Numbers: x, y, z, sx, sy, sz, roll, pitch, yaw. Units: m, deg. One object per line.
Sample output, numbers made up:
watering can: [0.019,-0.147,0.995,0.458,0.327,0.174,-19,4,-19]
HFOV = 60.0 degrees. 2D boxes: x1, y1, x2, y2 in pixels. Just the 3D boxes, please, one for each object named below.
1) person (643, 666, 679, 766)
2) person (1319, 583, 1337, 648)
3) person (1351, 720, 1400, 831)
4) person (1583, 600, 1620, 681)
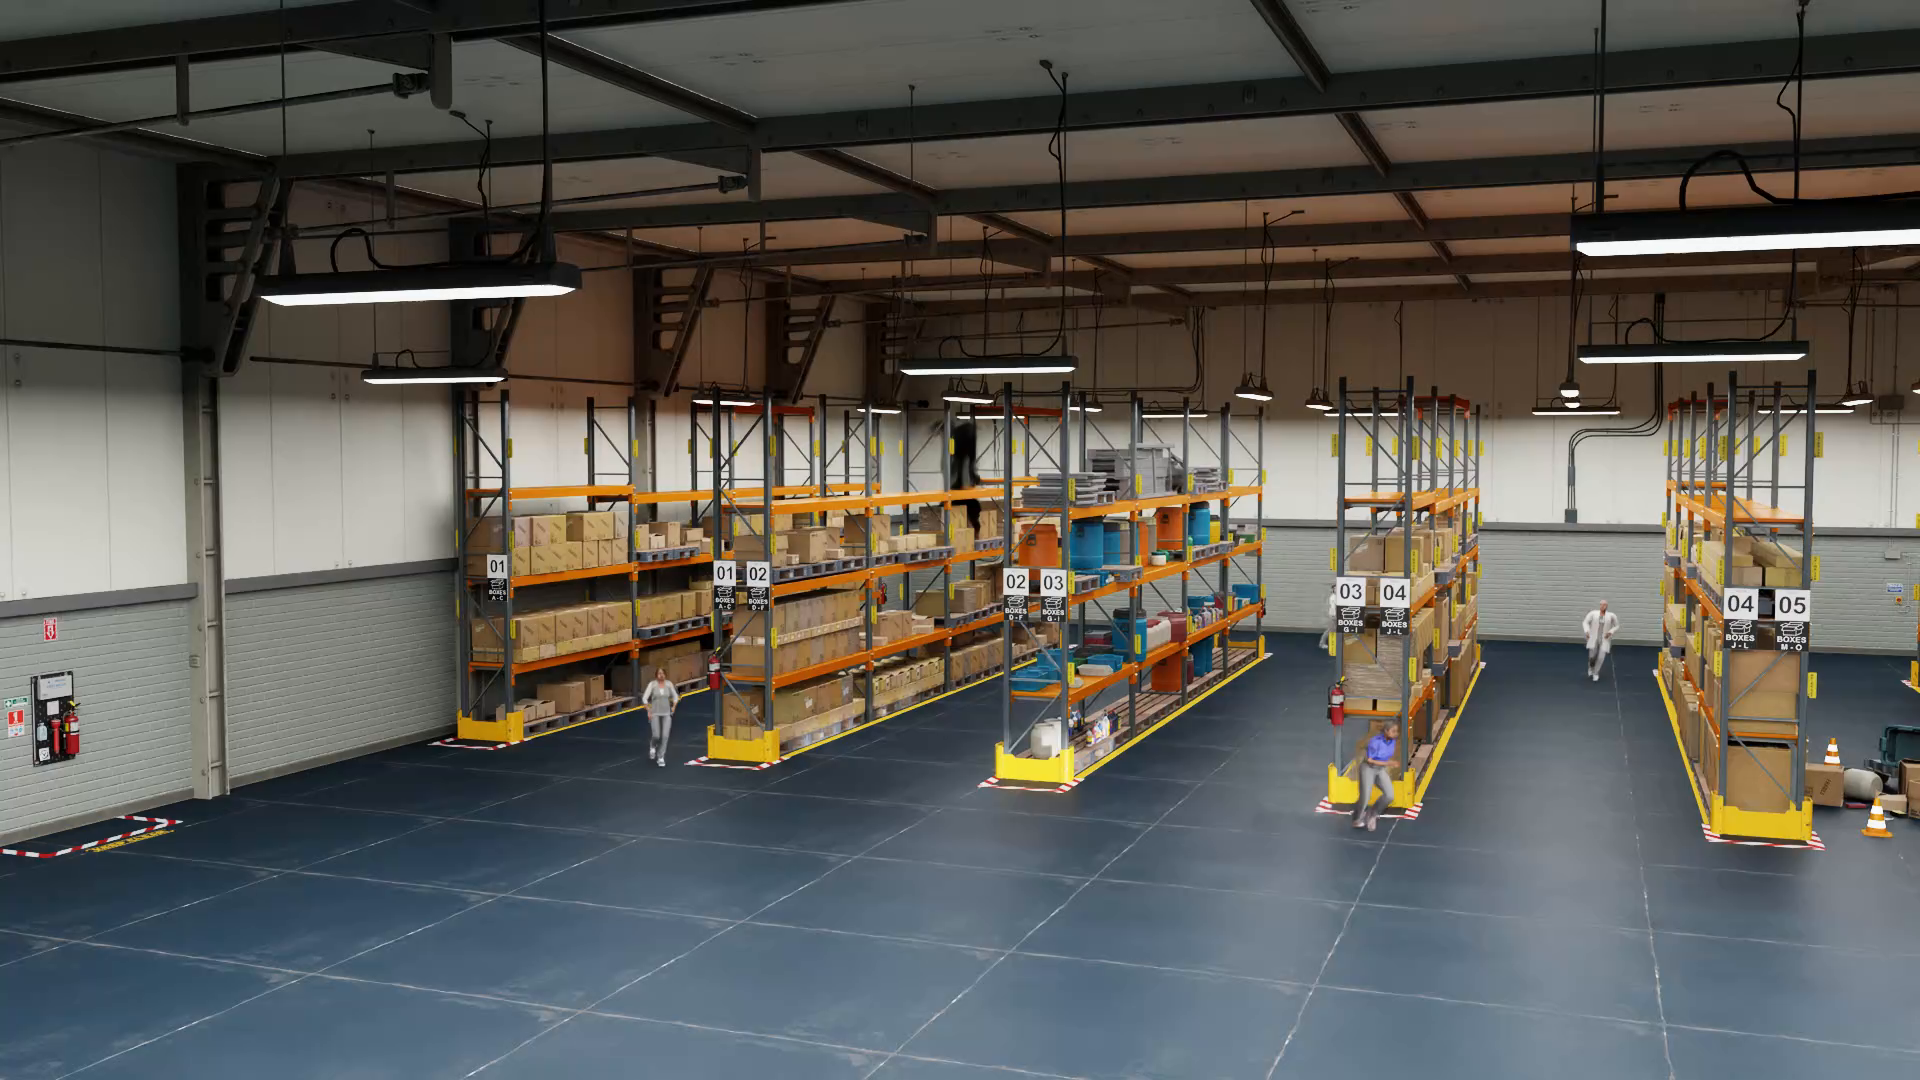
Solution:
person: [-4.727,2.779,26.314,0.554,1.572,0.538,-1,3,-20]
person: [9.352,1.880,41.313,0.625,1.655,0.819,-3,4,-43]
person: [5.453,3.052,21.629,0.601,1.506,0.890,-2,4,-28]
person: [13.821,2.264,35.867,0.738,1.540,0.456,1,3,24]
